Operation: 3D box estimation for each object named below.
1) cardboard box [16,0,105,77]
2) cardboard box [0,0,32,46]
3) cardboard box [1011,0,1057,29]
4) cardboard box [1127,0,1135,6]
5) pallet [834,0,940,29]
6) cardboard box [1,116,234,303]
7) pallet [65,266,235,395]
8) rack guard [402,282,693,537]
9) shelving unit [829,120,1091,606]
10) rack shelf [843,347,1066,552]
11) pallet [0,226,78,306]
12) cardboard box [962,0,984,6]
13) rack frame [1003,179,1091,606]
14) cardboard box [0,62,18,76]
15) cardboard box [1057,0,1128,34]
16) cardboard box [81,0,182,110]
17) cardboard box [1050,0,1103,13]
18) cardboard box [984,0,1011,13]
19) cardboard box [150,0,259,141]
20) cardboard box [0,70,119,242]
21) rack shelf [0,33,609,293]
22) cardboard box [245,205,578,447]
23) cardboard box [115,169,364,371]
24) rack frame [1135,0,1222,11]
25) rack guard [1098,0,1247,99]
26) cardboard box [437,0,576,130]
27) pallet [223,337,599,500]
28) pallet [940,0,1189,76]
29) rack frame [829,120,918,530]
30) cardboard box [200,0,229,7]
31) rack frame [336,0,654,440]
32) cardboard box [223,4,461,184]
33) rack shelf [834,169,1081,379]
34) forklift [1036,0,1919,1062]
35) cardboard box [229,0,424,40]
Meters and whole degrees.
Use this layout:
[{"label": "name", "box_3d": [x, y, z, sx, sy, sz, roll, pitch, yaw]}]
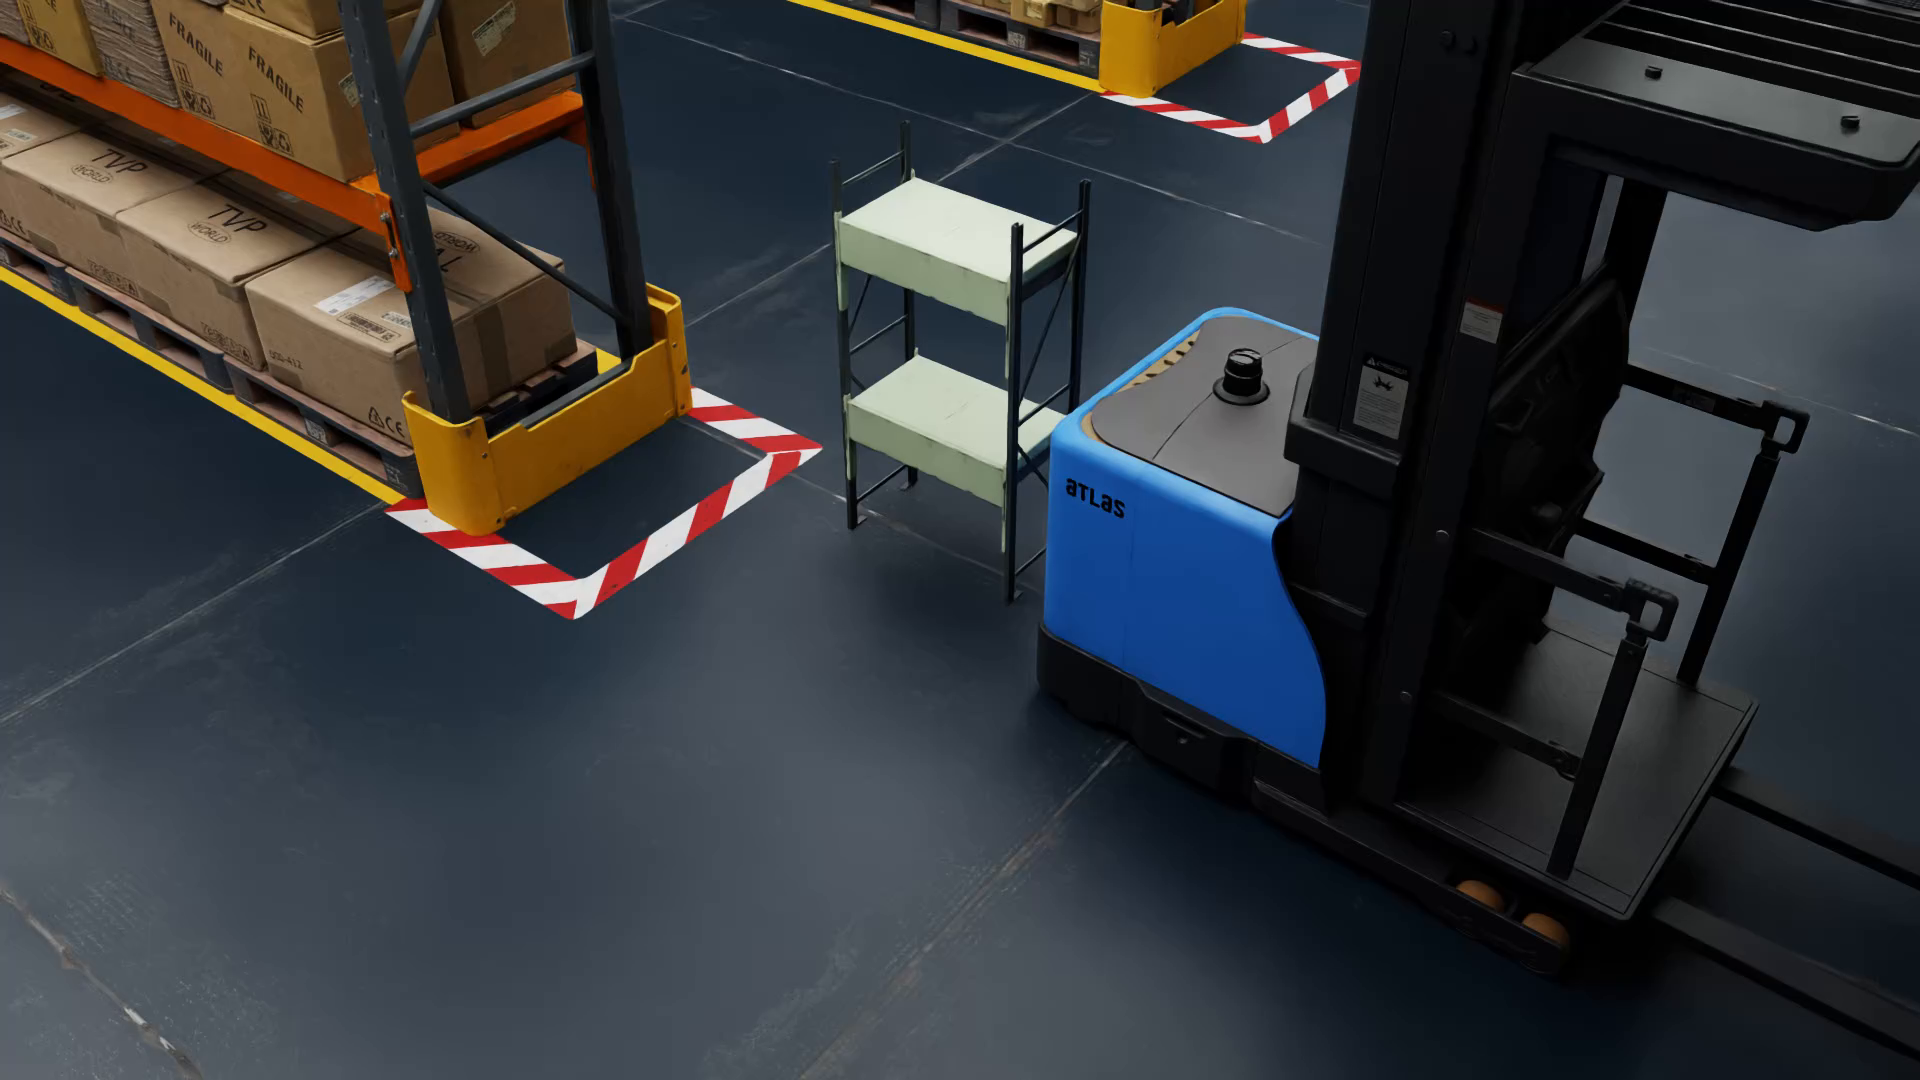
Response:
[{"label": "cardboard box", "box_3d": [-3.369, -2.196, 6.541, 0.500, 0.500, 0.500, 27, 45, 30]}, {"label": "cardboard box", "box_3d": [-3.778, -2.389, 6.787, 0.500, 0.500, 0.500, 26, 45, 29]}, {"label": "cardboard box", "box_3d": [0.514, -3.182, 9.853, 0.250, 0.149, 0.380, 27, 45, 30]}, {"label": "cardboard box", "box_3d": [1.103, -3.393, 10.123, 0.250, 0.149, 0.380, 26, 45, 29]}, {"label": "pallet", "box_3d": [-0.325, -3.707, 10.813, 1.213, 0.211, 1.003, 25, 45, 29]}, {"label": "cardboard box", "box_3d": [-3.635, -1.568, 7.557, 0.875, 0.438, 0.875, 24, 44, 27]}, {"label": "pallet", "box_3d": [-3.250, -1.156, 7.555, 1.213, 0.211, 1.003, 25, 45, 29]}, {"label": "rack guard", "box_3d": [-1.584, -0.542, 6.537, 0.348, 0.500, 1.175, 25, 45, 29]}, {"label": "shelving unit", "box_3d": [-0.005, -0.593, 5.791, 0.755, 1.500, 0.431, 25, 45, 29]}, {"label": "rack shelf", "box_3d": [-0.005, -0.336, 5.992, 0.720, 0.370, 0.431, 25, 45, 29]}, {"label": "pallet", "box_3d": [-4.224, -1.613, 8.139, 1.213, 0.211, 1.003, 25, 45, 29]}, {"label": "cardboard box", "box_3d": [0.152, -3.409, 10.143, 0.250, 0.149, 0.380, 26, 45, 29]}, {"label": "rack frame", "box_3d": [0.285, -0.456, 5.616, 0.023, 1.500, 0.400, 25, 45, 29]}, {"label": "cardboard box", "box_3d": [-5.321, -2.556, 8.464, 0.875, 0.875, 0.875, 27, 45, 30]}, {"label": "cardboard box", "box_3d": [0.779, -3.135, 9.793, 0.250, 0.149, 0.380, 26, 45, 29]}, {"label": "cardboard box", "box_3d": [-2.951, -2.009, 6.302, 0.500, 0.500, 0.500, 27, 45, 30]}, {"label": "cardboard box", "box_3d": [0.732, -3.215, 9.654, 0.250, 0.149, 0.380, 24, 44, 27]}, {"label": "cardboard box", "box_3d": [0.356, -3.323, 10.033, 0.250, 0.149, 0.380, 25, 44, 28]}, {"label": "cardboard box", "box_3d": [-2.536, -1.821, 6.062, 0.500, 0.500, 0.500, 24, 44, 28]}, {"label": "cardboard box", "box_3d": [-4.346, -1.903, 7.985, 0.875, 0.438, 0.875, 25, 44, 28]}, {"label": "rack shelf", "box_3d": [-3.191, -2.001, 6.957, 4.000, 0.370, 1.077, 25, 45, 29]}, {"label": "cardboard box", "box_3d": [-2.188, -0.890, 6.692, 0.875, 0.438, 0.875, 24, 44, 27]}, {"label": "cardboard box", "box_3d": [-2.920, -1.229, 7.124, 0.875, 0.438, 0.875, 27, 45, 30]}, {"label": "rack frame", "box_3d": [1.324, -3.997, 8.922, 0.127, 3.000, 1.000, 25, 45, 29]}, {"label": "rack guard", "box_3d": [1.264, -3.042, 9.729, 0.348, 0.500, 1.175, 25, 45, 29]}, {"label": "cardboard box", "box_3d": [-1.810, -1.895, 6.157, 0.500, 0.500, 0.500, 25, 44, 28]}, {"label": "pallet", "box_3d": [-2.285, -0.699, 6.971, 1.213, 0.211, 1.003, 25, 45, 29]}, {"label": "pallet", "box_3d": [0.640, -3.249, 10.229, 1.213, 0.211, 1.003, 25, 45, 29]}, {"label": "rack frame", "box_3d": [-0.296, -0.730, 5.966, 0.023, 1.500, 0.400, 25, 45, 29]}, {"label": "cardboard box", "box_3d": [-2.563, -2.214, 5.753, 0.500, 0.500, 0.500, 25, 45, 29]}, {"label": "rack frame", "box_3d": [-1.603, -1.536, 5.778, 0.127, 3.000, 1.000, 25, 45, 29]}, {"label": "cardboard box", "box_3d": [-2.147, -1.626, 5.813, 0.500, 0.500, 0.500, 26, 45, 29]}, {"label": "rack shelf", "box_3d": [-0.005, -0.900, 5.550, 0.720, 0.370, 0.431, 25, 45, 29]}, {"label": "forklift", "box_3d": [1.723, -0.307, 4.264, 3.031, 2.935, 1.130, 26, 45, 29]}, {"label": "cardboard box", "box_3d": [-2.130, -2.033, 5.521, 0.500, 0.500, 0.500, 27, 45, 30]}]
